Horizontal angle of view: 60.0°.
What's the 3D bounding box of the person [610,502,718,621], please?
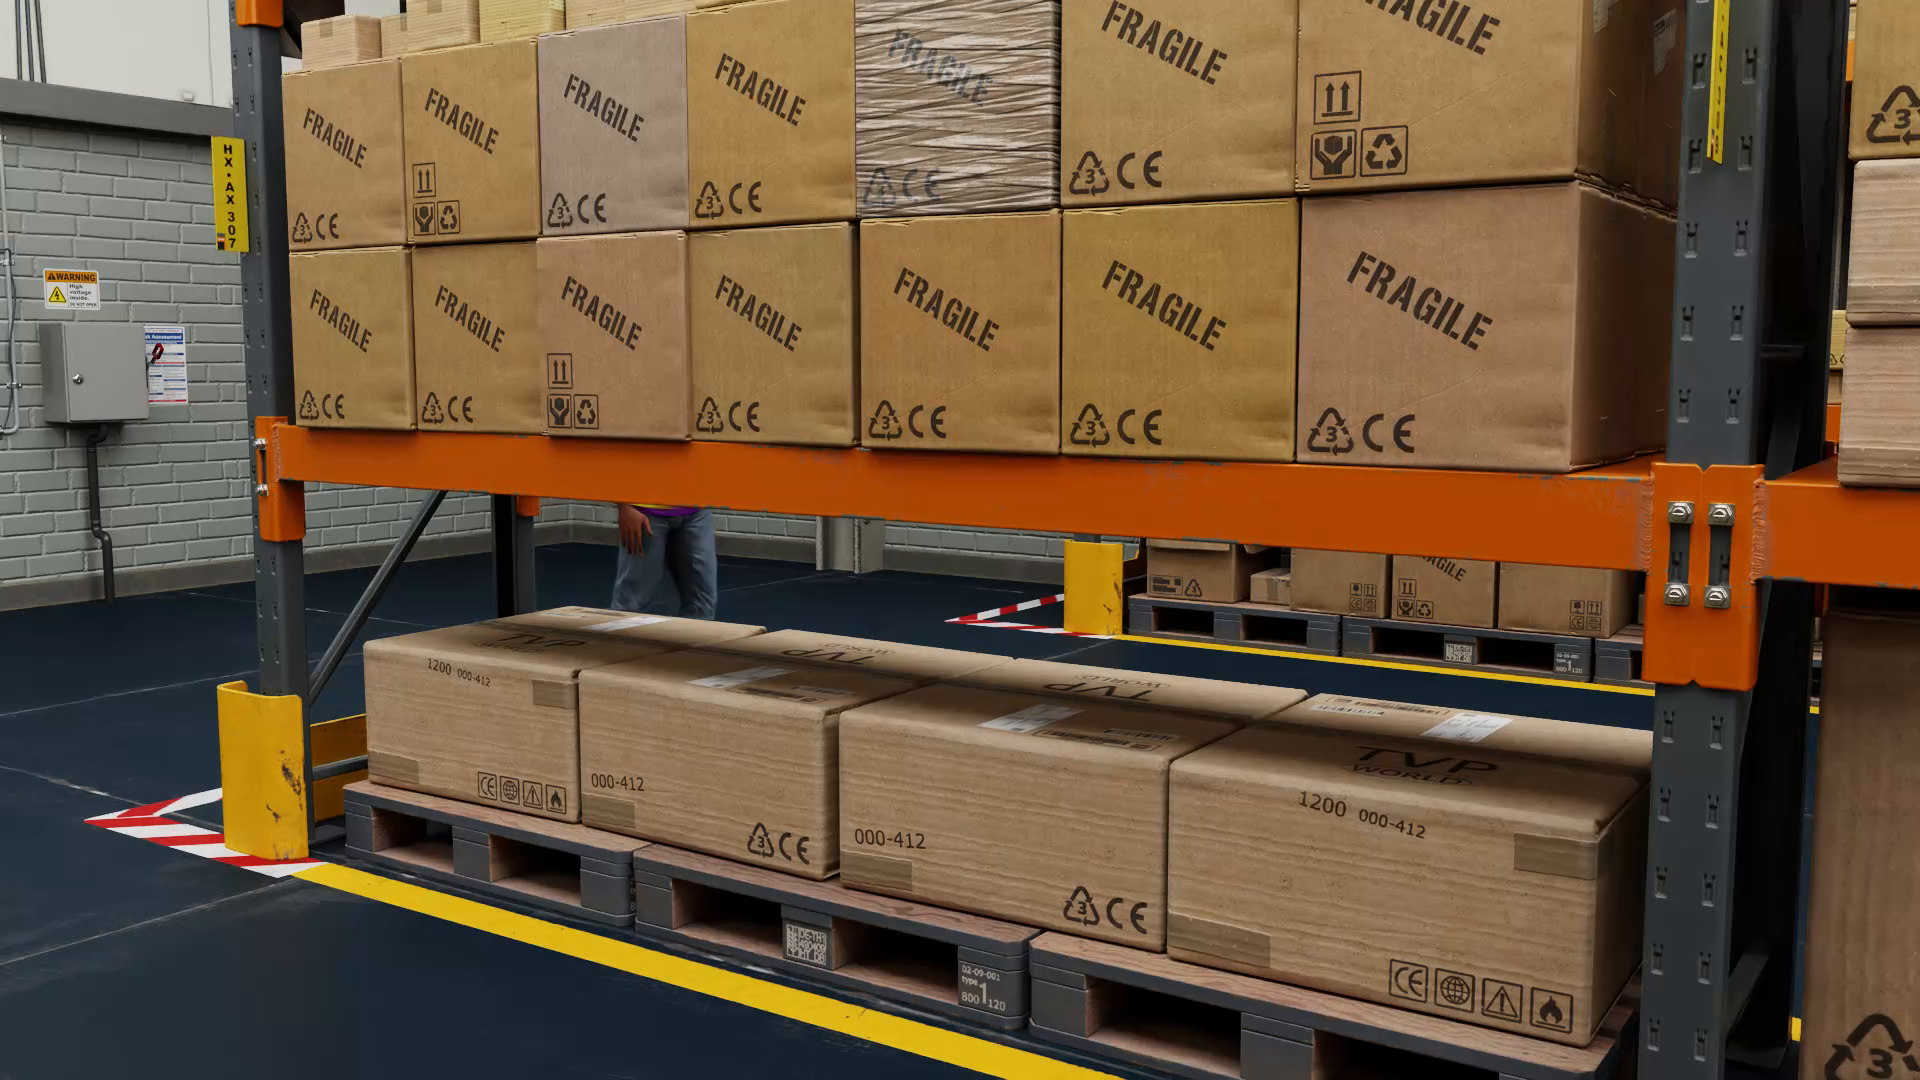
[{"bbox_3d":[-1.214,-0.127,6.824,0.569,1.766,0.589,4,7,33],"label":"person"}]
